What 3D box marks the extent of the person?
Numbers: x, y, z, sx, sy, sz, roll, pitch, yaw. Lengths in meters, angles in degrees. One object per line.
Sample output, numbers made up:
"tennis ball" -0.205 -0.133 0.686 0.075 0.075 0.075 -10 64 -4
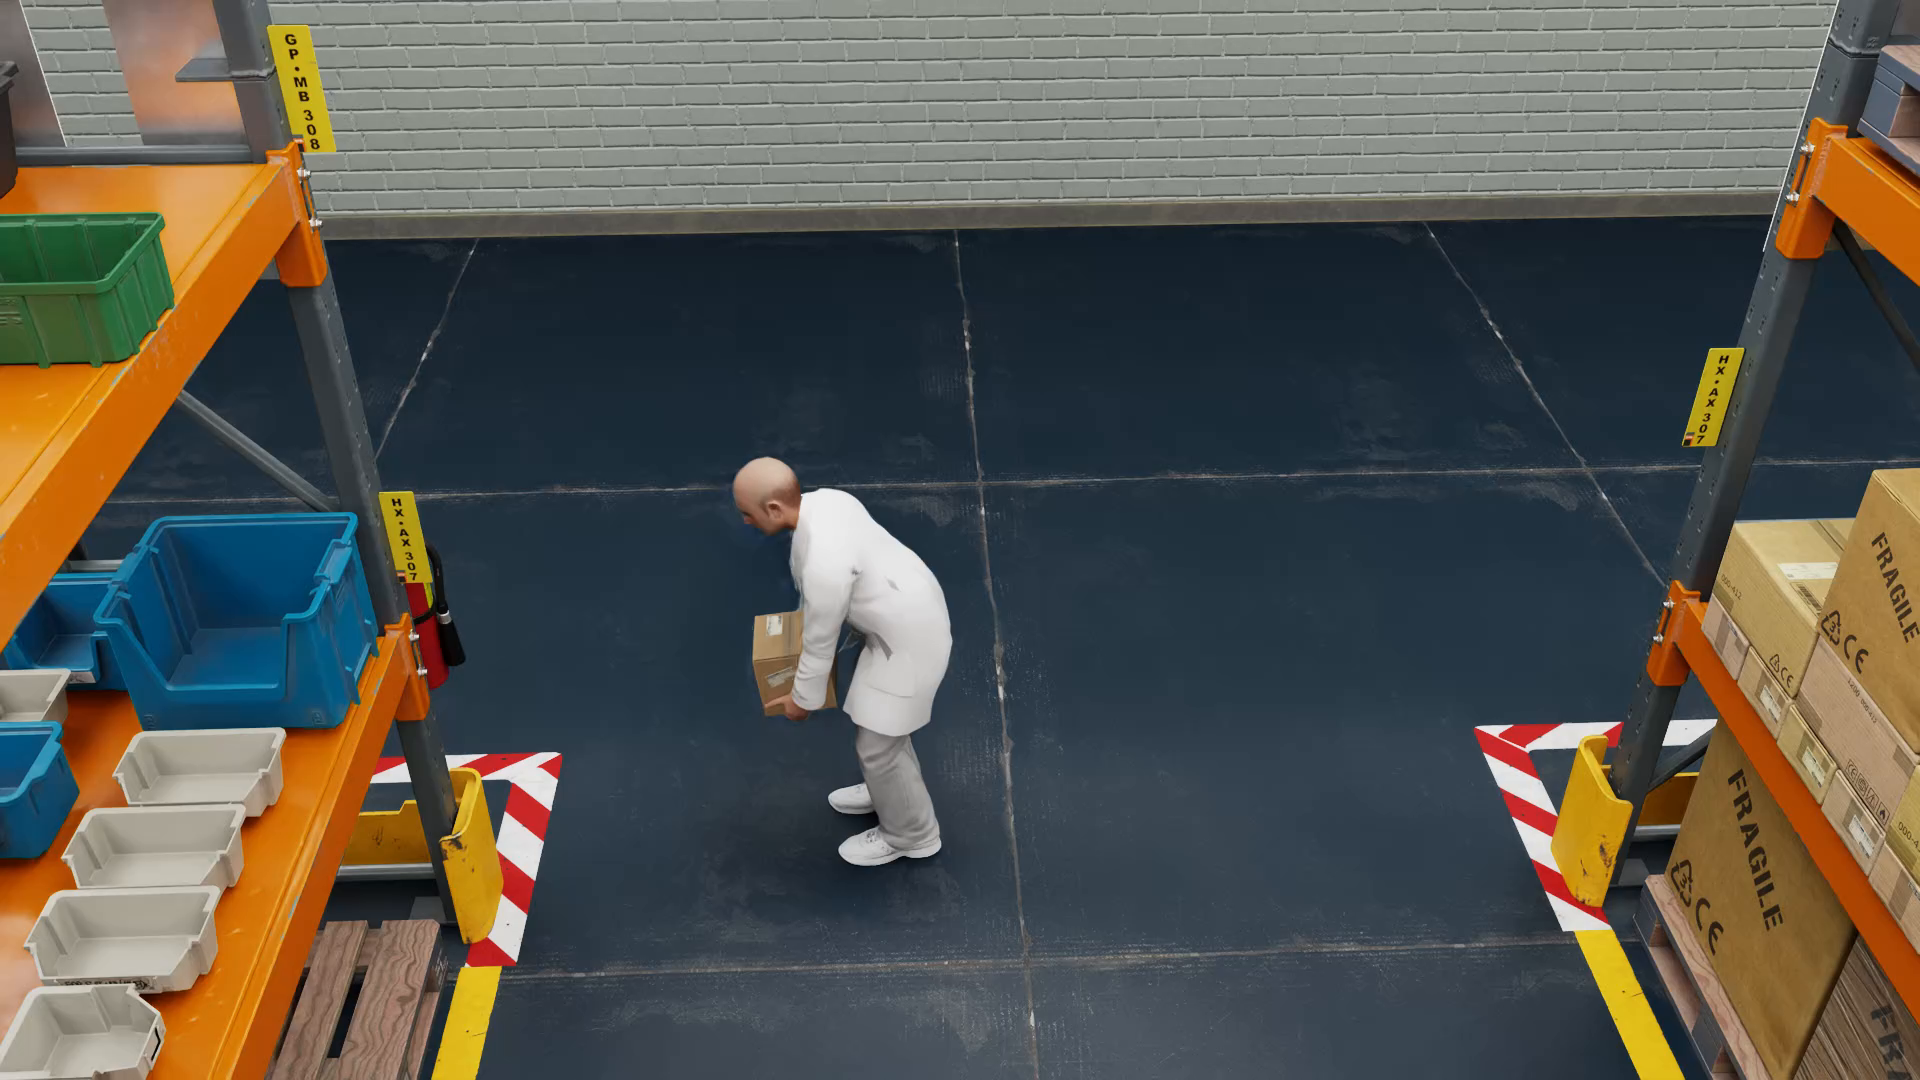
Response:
"person" -0.375 0.403 5.710 0.697 1.633 0.540 -2 35 -3
